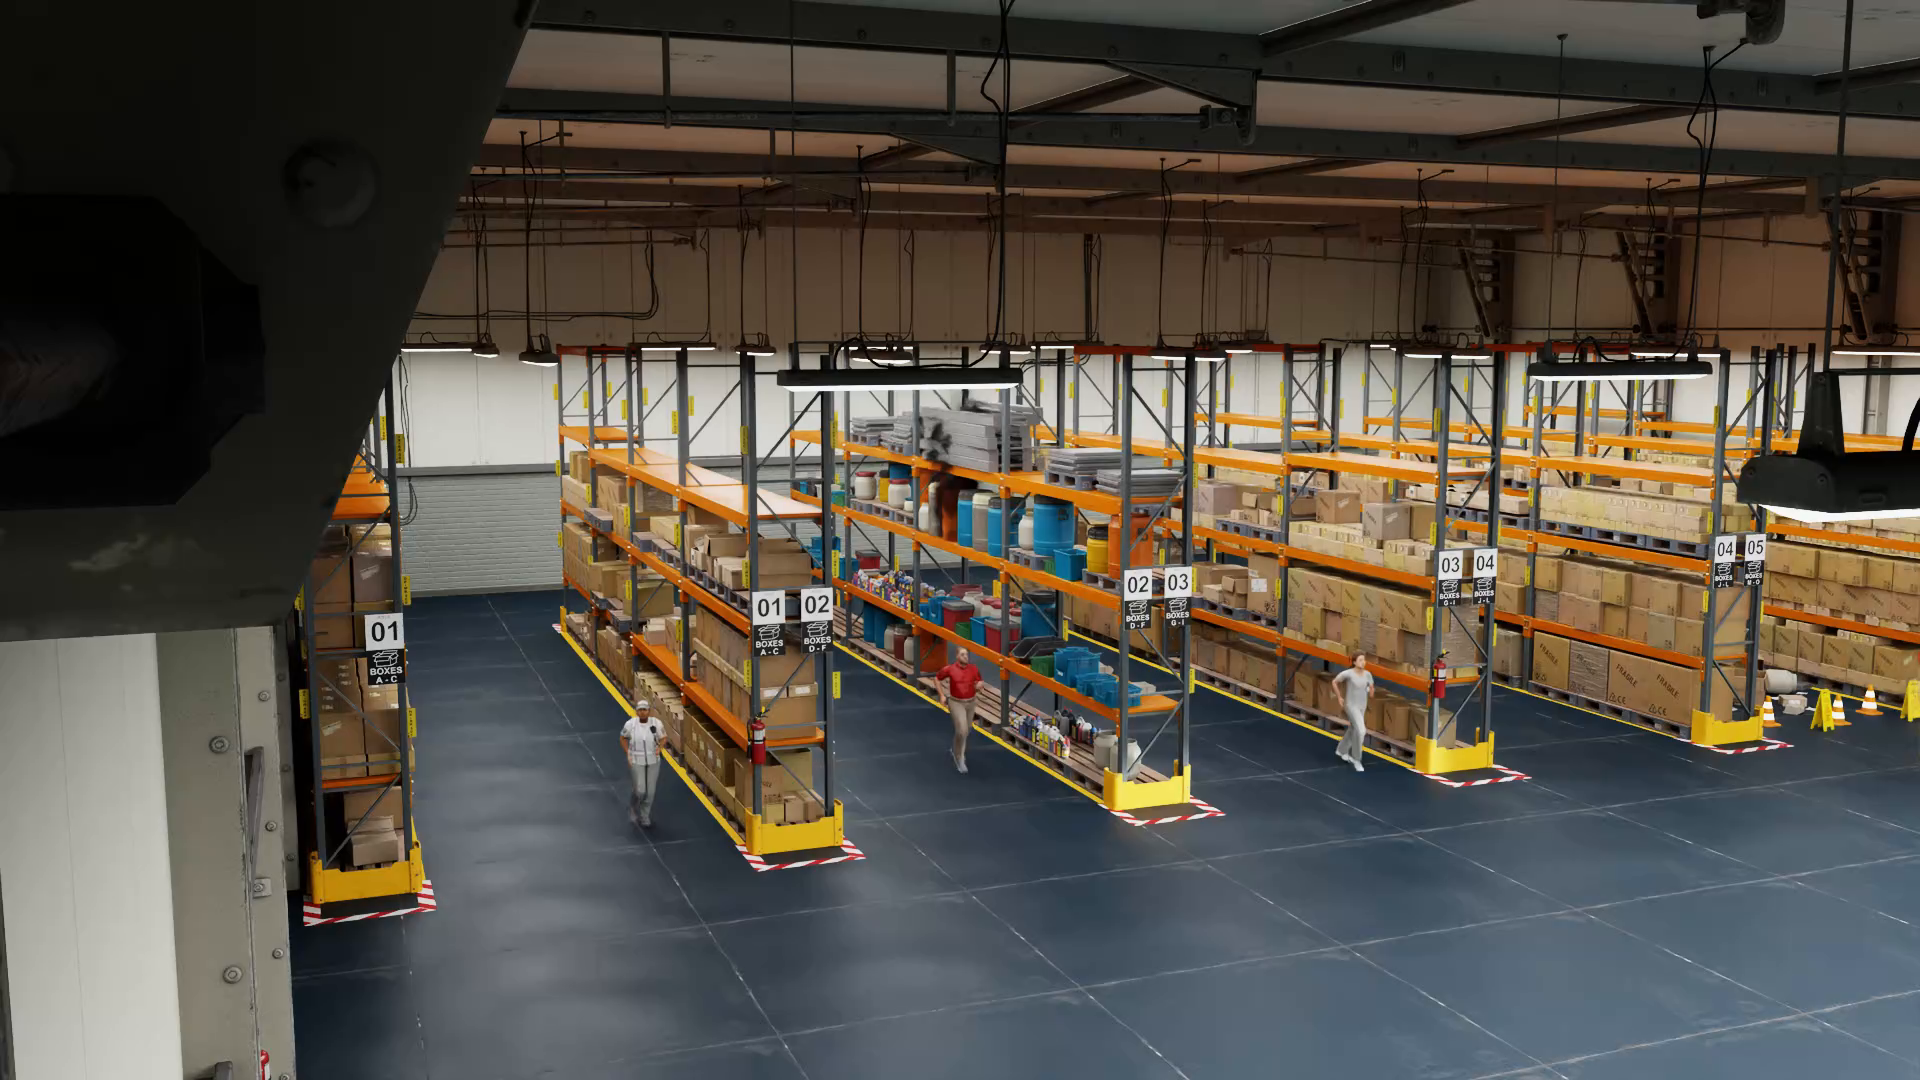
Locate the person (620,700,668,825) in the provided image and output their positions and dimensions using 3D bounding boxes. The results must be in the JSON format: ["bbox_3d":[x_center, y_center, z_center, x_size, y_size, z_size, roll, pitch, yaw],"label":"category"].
[{"bbox_3d":[-3.998,2.842,21.147,0.588,1.634,0.567,-2,8,-18],"label":"person"}]

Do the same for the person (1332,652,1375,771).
[{"bbox_3d":[5.718,2.460,24.077,0.548,1.722,0.741,-4,8,-28],"label":"person"}]

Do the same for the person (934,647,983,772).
[{"bbox_3d":[0.027,2.441,24.051,0.638,1.803,0.787,-5,9,-32],"label":"person"}]
